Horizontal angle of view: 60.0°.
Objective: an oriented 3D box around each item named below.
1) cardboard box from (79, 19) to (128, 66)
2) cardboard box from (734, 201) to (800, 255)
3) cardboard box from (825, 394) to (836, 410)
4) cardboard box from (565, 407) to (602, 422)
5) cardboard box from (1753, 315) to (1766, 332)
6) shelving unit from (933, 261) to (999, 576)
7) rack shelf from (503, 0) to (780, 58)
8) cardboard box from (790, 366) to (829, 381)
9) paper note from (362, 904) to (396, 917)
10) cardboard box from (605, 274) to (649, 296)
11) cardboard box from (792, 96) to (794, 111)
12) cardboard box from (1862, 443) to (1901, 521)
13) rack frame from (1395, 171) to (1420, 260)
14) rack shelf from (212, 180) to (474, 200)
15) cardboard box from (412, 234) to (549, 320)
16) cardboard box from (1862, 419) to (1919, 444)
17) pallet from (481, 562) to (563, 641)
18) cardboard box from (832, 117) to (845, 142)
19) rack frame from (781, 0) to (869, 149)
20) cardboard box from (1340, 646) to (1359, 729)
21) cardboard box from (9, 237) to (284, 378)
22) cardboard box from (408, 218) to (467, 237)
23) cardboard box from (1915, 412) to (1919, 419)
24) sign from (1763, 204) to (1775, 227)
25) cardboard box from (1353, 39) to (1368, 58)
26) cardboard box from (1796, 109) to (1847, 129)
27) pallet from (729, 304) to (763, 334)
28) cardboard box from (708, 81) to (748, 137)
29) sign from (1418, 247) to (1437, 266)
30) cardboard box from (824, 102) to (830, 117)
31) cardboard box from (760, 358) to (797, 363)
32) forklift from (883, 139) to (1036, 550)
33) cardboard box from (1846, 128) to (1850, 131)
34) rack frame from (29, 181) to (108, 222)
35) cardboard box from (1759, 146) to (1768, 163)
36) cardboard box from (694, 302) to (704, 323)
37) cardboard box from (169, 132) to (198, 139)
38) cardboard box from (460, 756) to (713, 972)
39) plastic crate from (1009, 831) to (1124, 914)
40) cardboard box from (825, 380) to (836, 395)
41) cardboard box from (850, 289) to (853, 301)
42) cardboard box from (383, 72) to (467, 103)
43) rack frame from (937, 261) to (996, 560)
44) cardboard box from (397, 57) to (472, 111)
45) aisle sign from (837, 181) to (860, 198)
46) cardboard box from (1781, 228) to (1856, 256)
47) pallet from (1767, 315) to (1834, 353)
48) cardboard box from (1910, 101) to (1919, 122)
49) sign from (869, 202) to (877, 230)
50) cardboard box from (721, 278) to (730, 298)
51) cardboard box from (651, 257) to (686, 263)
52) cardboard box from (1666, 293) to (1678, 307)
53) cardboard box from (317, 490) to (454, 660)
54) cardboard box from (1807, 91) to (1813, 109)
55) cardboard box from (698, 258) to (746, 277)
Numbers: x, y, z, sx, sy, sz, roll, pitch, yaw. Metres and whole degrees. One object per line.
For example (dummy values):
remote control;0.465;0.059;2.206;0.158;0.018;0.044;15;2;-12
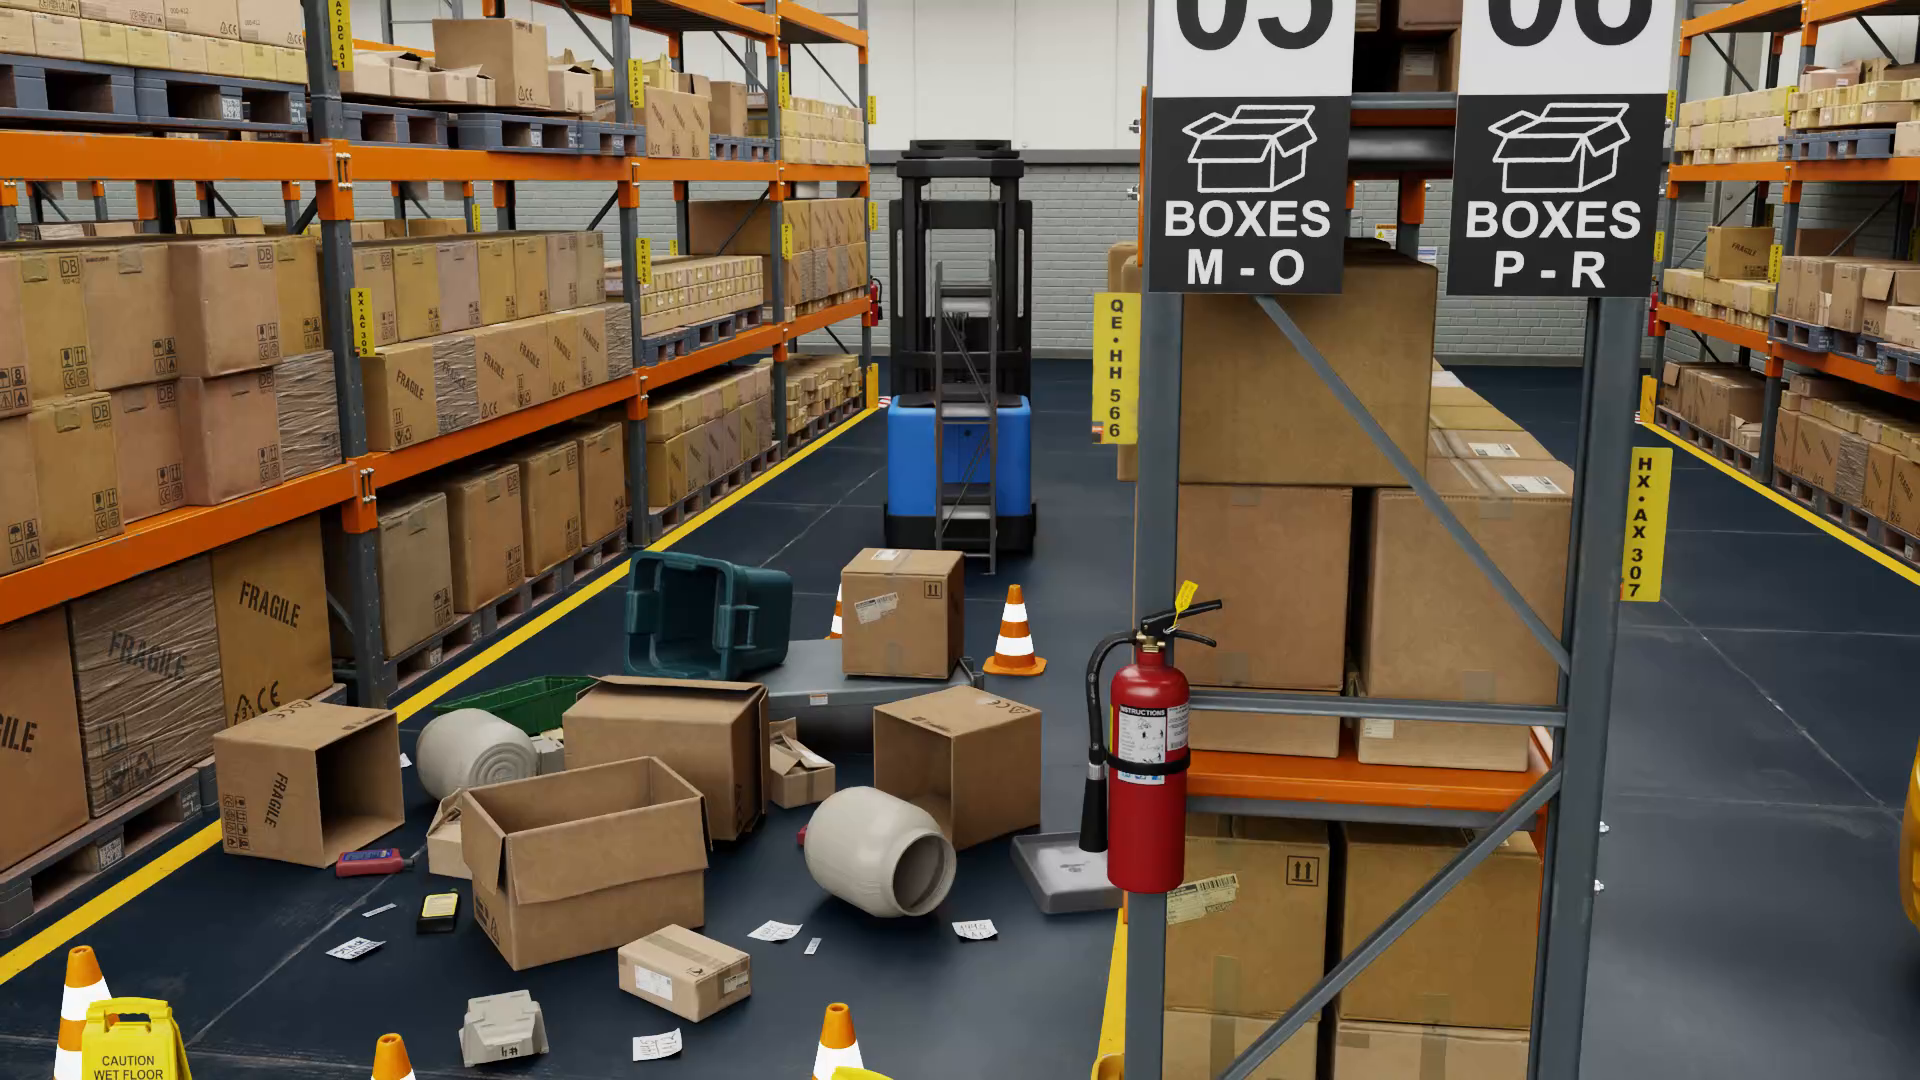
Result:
cardboard box;-3.344;-1.844;6.173;0.380;0.149;0.250;2;12;8
cardboard box;-1.869;-3.032;16.127;0.500;0.500;0.500;2;12;10
cardboard box;-1.568;-1.519;18.192;0.380;0.149;0.250;2;12;10
cardboard box;-2.948;-0.931;12.851;0.500;0.250;0.500;2;12;7
cardboard box;7.451;-1.970;15.113;0.380;0.149;0.250;2;12;10
shelving unit;0.042;-0.835;11.385;0.431;2.100;0.503;0;12;0
rack shelf;-2.487;-4.232;13.429;1.077;0.370;4.000;2;12;9
cardboard box;-1.644;-1.811;18.133;0.380;0.149;0.250;1;12;7
paper note;-2.141;1.365;6.134;0.032;0.001;0.123;10;15;38
cardboard box;-2.531;-1.895;12.352;0.380;0.149;0.250;2;12;9
cardboard box;-1.838;-4.258;16.233;0.380;0.149;0.250;2;12;8
cardboard box;7.035;-0.422;12.270;0.500;0.500;0.500;2;12;11
rack frame;1.497;-0.459;7.501;1.000;3.000;0.127;2;12;9
rack shelf;-6.757;-3.976;18.410;1.077;0.370;4.000;2;12;9
cardboard box;-3.026;-1.663;10.479;0.700;0.500;0.500;2;12;8
cardboard box;7.075;-0.818;12.564;0.380;0.149;0.250;1;12;6
pallet;-3.180;0.348;10.380;1.003;0.211;1.213;2;12;9
cardboard box;-1.542;-4.416;17.914;0.500;0.250;0.500;2;12;9
rack frame;-1.564;-6.029;19.107;1.000;3.000;0.127;2;12;9
cardboard box;1.163;0.380;4.207;0.380;0.149;0.250;2;12;9
cardboard box;-3.470;-1.005;7.118;0.875;0.550;0.550;2;12;9
cardboard box;-6.265;-3.606;19.977;0.500;0.500;0.500;2;12;9
cardboard box;7.704;-0.907;12.981;0.380;0.149;0.250;2;12;9
sign;8.793;-3.495;18.091;0.100;0.325;0.005;2;12;9
cardboard box;0.786;-1.384;4.324;0.500;0.250;0.500;2;12;8
cardboard box;7.120;-3.459;13.668;0.380;0.149;0.250;2;12;9
pallet;-2.441;-2.015;15.179;1.003;0.211;1.213;2;12;9
cardboard box;-2.346;-3.908;15.155;0.700;0.500;0.500;2;12;9
sign;6.760;-4.013;24.221;0.329;0.494;0.001;2;12;9
cardboard box;-1.583;-4.530;17.495;0.380;0.149;0.250;2;12;7
cardboard box;-2.069;-1.991;18.969;0.380;0.149;0.250;2;12;8
forklift;0.007;-1.617;13.037;1.130;2.935;3.031;0;12;0
cardboard box;7.992;-3.598;14.600;0.500;0.250;0.500;2;12;7
rack frame;-11.343;-3.438;21.327;1.000;3.000;0.127;2;12;9
cardboard box;7.487;-3.498;15.082;0.380;0.149;0.250;2;12;11
cardboard box;-2.324;-1.876;13.676;0.380;0.149;0.250;2;12;9
cardboard box;-7.322;-3.848;15.321;0.500;0.311;0.500;1;12;7
cardboard box;-1.350;1.147;5.977;0.797;0.503;0.637;-7;14;-30
plastic crate;0.445;1.269;6.415;0.402;0.080;0.583;-2;12;-11
cardboard box;-1.566;-1.665;18.162;0.380;0.149;0.250;3;12;11
cardboard box;-1.434;-2.793;18.929;0.380;0.149;0.250;2;12;8
cardboard box;-2.937;-2.479;9.118;0.380;0.149;0.250;2;12;9
rack frame;0.044;-0.887;11.623;0.400;2.100;0.015;0;12;0
cardboard box;-3.279;-2.753;10.004;0.500;0.311;0.500;2;12;8
aisle sign;-1.256;-4.372;19.490;0.394;0.787;0.004;2;12;9
cardboard box;8.125;-2.704;15.790;0.500;0.500;0.500;2;12;7
pallet;7.402;-1.707;13.750;1.003;0.211;1.213;2;12;9
cardboard box;7.058;-3.068;11.897;0.380;0.149;0.250;2;12;10
sign;-1.019;-3.794;19.481;0.100;0.325;0.005;2;12;9
cardboard box;-2.205;-2.184;14.402;0.380;0.149;0.250;1;12;6
cardboard box;-2.731;-2.511;15.213;0.380;0.149;0.250;2;12;10
cardboard box;7.926;-2.614;18.100;0.380;0.149;0.250;2;12;8
cardboard box;-3.403;0.164;8.953;1.050;0.750;0.750;2;12;8
cardboard box;7.183;-3.601;13.619;0.380;0.149;0.250;2;12;10
cardboard box;-2.130;-2.437;14.868;0.380;0.149;0.250;1;12;7
